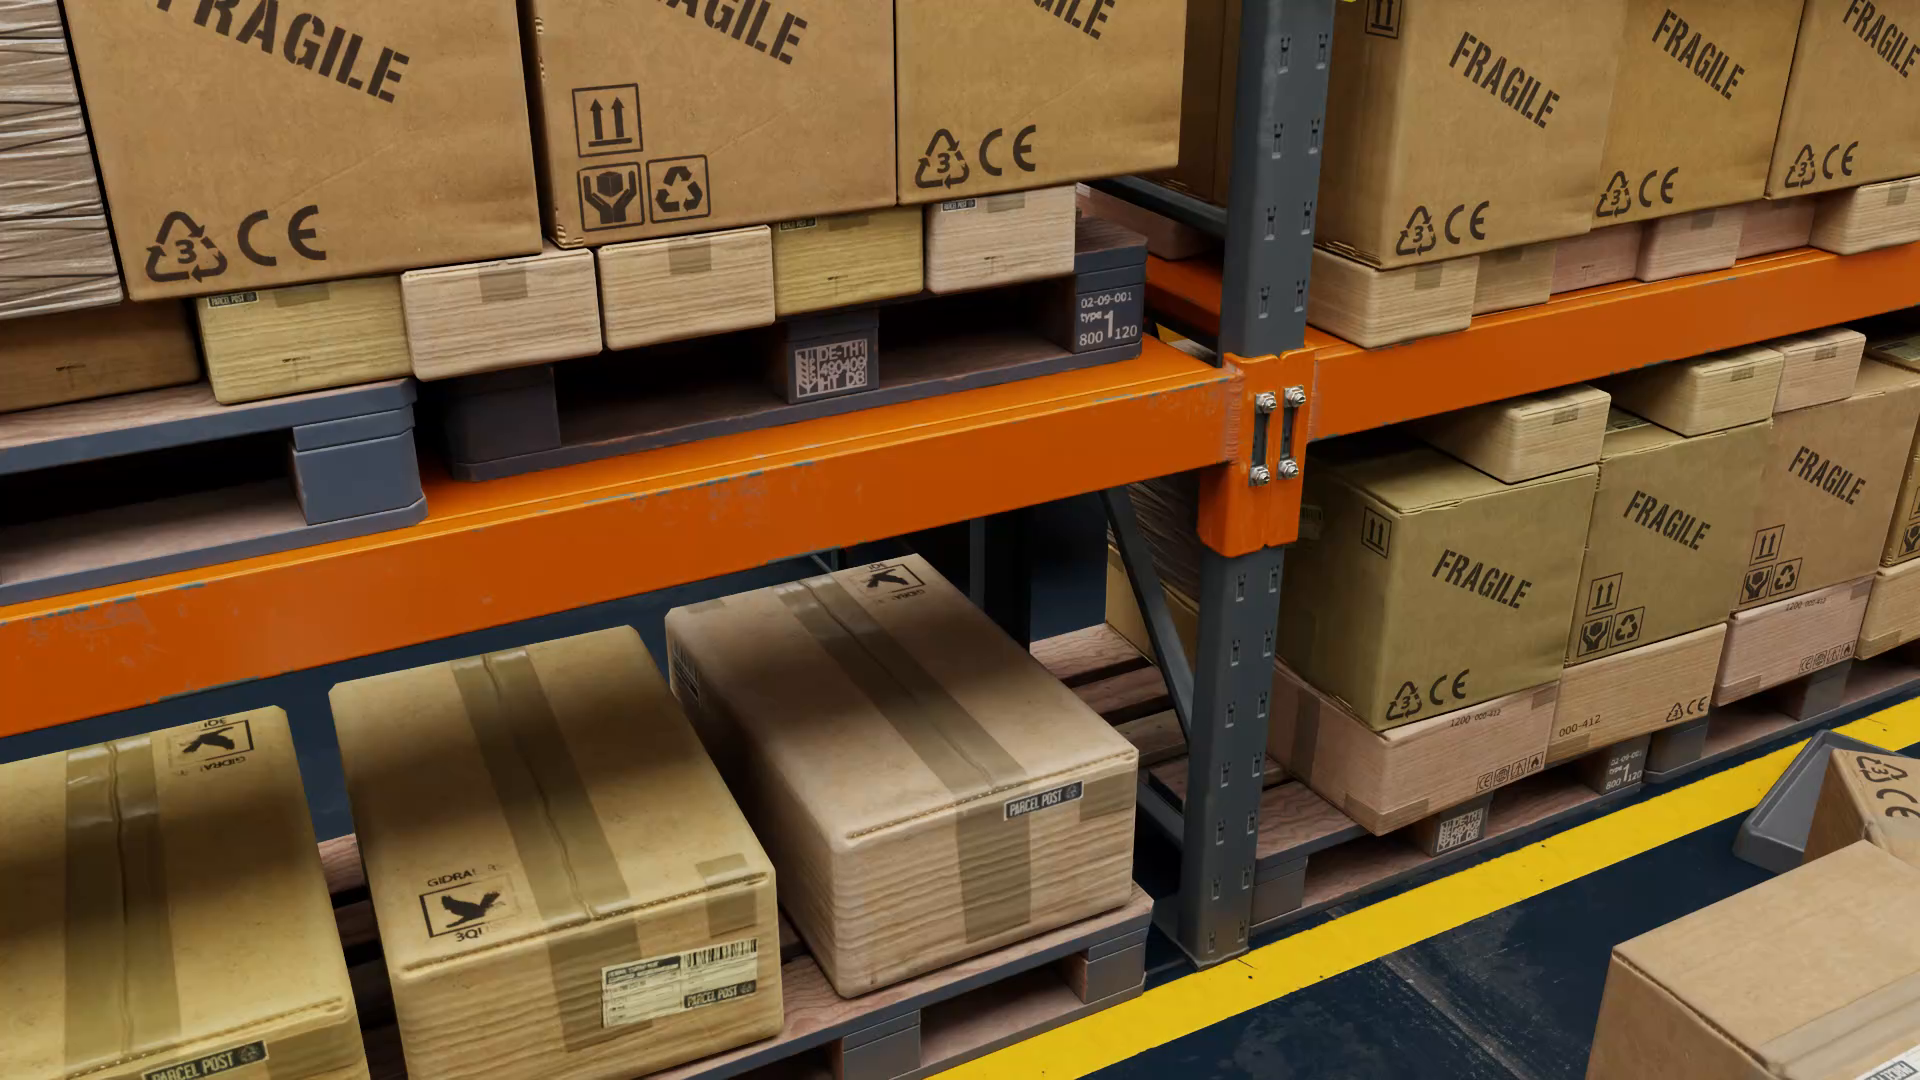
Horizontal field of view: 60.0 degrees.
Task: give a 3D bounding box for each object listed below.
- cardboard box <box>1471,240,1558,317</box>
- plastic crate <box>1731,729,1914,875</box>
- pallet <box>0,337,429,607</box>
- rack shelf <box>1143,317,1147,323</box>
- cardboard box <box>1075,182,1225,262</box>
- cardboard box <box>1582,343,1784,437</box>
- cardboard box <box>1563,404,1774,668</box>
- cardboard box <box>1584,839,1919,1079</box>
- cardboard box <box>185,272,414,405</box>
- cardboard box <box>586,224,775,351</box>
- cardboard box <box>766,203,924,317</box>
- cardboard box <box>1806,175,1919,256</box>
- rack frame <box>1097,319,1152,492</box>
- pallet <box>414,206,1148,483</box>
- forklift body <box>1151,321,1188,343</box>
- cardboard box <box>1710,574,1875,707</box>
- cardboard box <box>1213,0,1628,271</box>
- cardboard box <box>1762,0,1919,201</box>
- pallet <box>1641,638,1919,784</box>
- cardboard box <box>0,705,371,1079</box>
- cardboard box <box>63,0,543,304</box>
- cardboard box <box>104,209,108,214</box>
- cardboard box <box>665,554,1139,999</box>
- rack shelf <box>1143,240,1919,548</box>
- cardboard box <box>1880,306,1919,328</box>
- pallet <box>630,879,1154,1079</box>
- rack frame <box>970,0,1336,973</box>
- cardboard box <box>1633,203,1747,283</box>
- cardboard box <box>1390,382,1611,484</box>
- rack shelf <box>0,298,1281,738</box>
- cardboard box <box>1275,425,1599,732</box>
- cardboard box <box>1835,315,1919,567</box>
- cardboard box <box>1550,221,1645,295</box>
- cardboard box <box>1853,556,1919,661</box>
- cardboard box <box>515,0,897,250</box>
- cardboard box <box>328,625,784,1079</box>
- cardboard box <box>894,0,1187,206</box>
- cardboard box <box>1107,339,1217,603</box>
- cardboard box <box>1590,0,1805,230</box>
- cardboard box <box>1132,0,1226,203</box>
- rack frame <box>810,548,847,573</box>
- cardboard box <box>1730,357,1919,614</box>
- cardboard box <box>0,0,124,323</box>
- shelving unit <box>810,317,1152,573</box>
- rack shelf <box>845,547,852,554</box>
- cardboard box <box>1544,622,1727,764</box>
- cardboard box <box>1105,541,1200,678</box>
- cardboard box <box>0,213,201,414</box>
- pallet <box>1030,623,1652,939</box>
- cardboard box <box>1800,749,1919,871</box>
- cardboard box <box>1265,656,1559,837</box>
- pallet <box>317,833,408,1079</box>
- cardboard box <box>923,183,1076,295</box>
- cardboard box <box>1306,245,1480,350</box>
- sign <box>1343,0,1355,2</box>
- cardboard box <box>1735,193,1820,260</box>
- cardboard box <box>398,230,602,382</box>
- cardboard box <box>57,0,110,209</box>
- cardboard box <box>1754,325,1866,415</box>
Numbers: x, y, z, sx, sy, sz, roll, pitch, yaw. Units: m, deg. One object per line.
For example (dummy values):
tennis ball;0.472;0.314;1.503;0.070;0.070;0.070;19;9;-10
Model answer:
cardboard box;0.937;-0.570;3.261;0.250;0.149;0.380;-12;28;-24
plastic crate;2.081;0.640;3.825;0.402;0.080;0.583;21;33;37
pallet;-1.492;-0.188;2.397;1.213;0.211;1.003;-13;29;-25
rack shelf;-0.006;-0.770;4.877;1.000;0.278;0.538;-13;29;-25
cardboard box;0.450;-0.739;3.613;0.250;0.149;0.380;-13;29;-26
cardboard box;1.549;-0.375;3.641;0.250;0.149;0.380;-12;28;-23
cardboard box;1.424;-0.088;3.794;0.500;0.500;0.500;-12;28;-23
cardboard box;1.174;0.789;2.154;0.500;0.500;0.500;-13;29;-25
cardboard box;-0.921;-0.333;2.284;0.250;0.149;0.380;-13;29;-25
cardboard box;-0.466;-0.423;2.470;0.250;0.149;0.380;-14;29;-26
cardboard box;-0.255;-0.489;2.607;0.250;0.149;0.380;-14;29;-27
cardboard box;1.872;-0.755;3.648;0.250;0.149;0.380;-13;28;-25
rack frame;0.443;-0.609;5.219;0.032;1.125;0.500;-13;29;-25
pallet;-0.433;-0.483;3.013;1.213;0.211;1.003;-13;29;-25
forklift body;0.686;-1.914;6.751;1.214;2.155;2.313;-13;29;-25
cardboard box;1.890;0.141;4.182;0.500;0.250;0.500;-13;29;-26
cardboard box;0.829;-0.832;3.059;0.500;0.500;0.500;-13;29;-25
cardboard box;1.710;-1.041;3.493;0.500;0.500;0.500;-13;29;-26
pallet;1.964;0.187;4.617;1.213;0.211;1.003;-13;29;-25
cardboard box;-1.397;0.723;2.829;0.625;0.372;0.950;-12;28;-23
cardboard box;-0.885;-0.652;2.199;0.500;0.500;0.500;-12;28;-23
cardboard box;-1.490;-0.499;2.629;0.250;0.149;0.380;-12;28;-23
cardboard box;-0.152;0.433;3.433;0.625;0.372;0.950;-13;28;-24
rack shelf;2.075;-0.753;4.184;4.000;0.370;1.077;-13;29;-25
cardboard box;2.506;-0.599;4.107;0.250;0.149;0.380;-12;28;-23
pallet;-0.376;0.746;3.452;1.213;0.211;1.003;-13;29;-25
rack frame;0.310;-0.670;3.180;0.127;3.000;1.000;-13;29;-25
cardboard box;1.392;-0.672;3.475;0.250;0.149;0.380;-12;28;-24
cardboard box;1.096;-0.270;3.422;0.250;0.149;0.380;-13;28;-24
rack shelf;-1.455;0.062;2.487;4.000;0.370;1.077;-13;29;-25
cardboard box;0.958;0.025;3.557;0.500;0.500;0.500;-12;28;-23
cardboard box;2.348;-0.302;4.239;0.500;0.500;0.500;-14;29;-26
cardboard box;1.157;-0.635;3.398;0.250;0.149;0.380;-13;29;-25
cardboard box;2.333;0.044;4.384;0.500;0.250;0.500;-14;29;-27
cardboard box;-0.427;-0.755;2.413;0.500;0.500;0.500;-13;28;-25
cardboard box;-0.784;0.581;3.125;0.625;0.372;0.950;-11;28;-22
cardboard box;0.010;-0.857;2.624;0.500;0.500;0.500;-14;29;-26
cardboard box;0.706;-0.181;3.986;0.500;0.500;0.500;-13;29;-26
cardboard box;1.261;-0.943;3.290;0.500;0.500;0.500;-13;29;-25
cardboard box;0.585;-1.035;3.480;0.500;0.500;0.500;-14;29;-26
rack frame;-0.455;-0.402;4.788;0.032;1.125;0.500;-13;29;-25
cardboard box;1.883;-0.193;4.012;0.500;0.500;0.500;-11;28;-22
cardboard box;-1.347;-0.545;1.976;0.500;0.500;0.500;-14;29;-27
shelving unit;-0.006;-0.506;5.004;1.048;1.125;0.538;-13;29;-25
rack shelf;-0.006;-0.285;5.109;1.000;0.278;0.538;-13;29;-25
cardboard box;1.423;0.250;3.955;0.500;0.250;0.500;-11;28;-22
cardboard box;0.705;0.157;4.149;0.500;0.250;0.500;-12;28;-23
cardboard box;-1.202;-0.319;2.254;0.250;0.149;0.380;-14;29;-27
pallet;0.886;0.437;4.096;1.213;0.211;1.003;-13;29;-25
cardboard box;1.896;0.757;3.092;0.500;0.500;0.500;5;26;11
cardboard box;0.958;0.363;3.719;0.500;0.250;0.500;-14;29;-27
pallet;-1.454;0.996;2.931;1.213;0.211;1.003;-13;29;-25
cardboard box;-0.014;-0.536;2.705;0.250;0.149;0.380;-13;28;-24
cardboard box;0.739;-0.498;3.113;0.250;0.149;0.380;-13;29;-25
sign;0.574;-0.981;2.489;0.005;0.325;0.100;-13;29;-25
cardboard box;1.612;-0.739;3.613;0.250;0.149;0.380;-13;29;-25
cardboard box;-0.689;-0.369;2.359;0.250;0.149;0.380;-13;28;-25
cardboard box;-1.571;-0.746;2.394;0.500;0.500;0.500;-14;29;-27
cardboard box;1.785;-0.431;3.758;0.250;0.149;0.380;-11;28;-22
